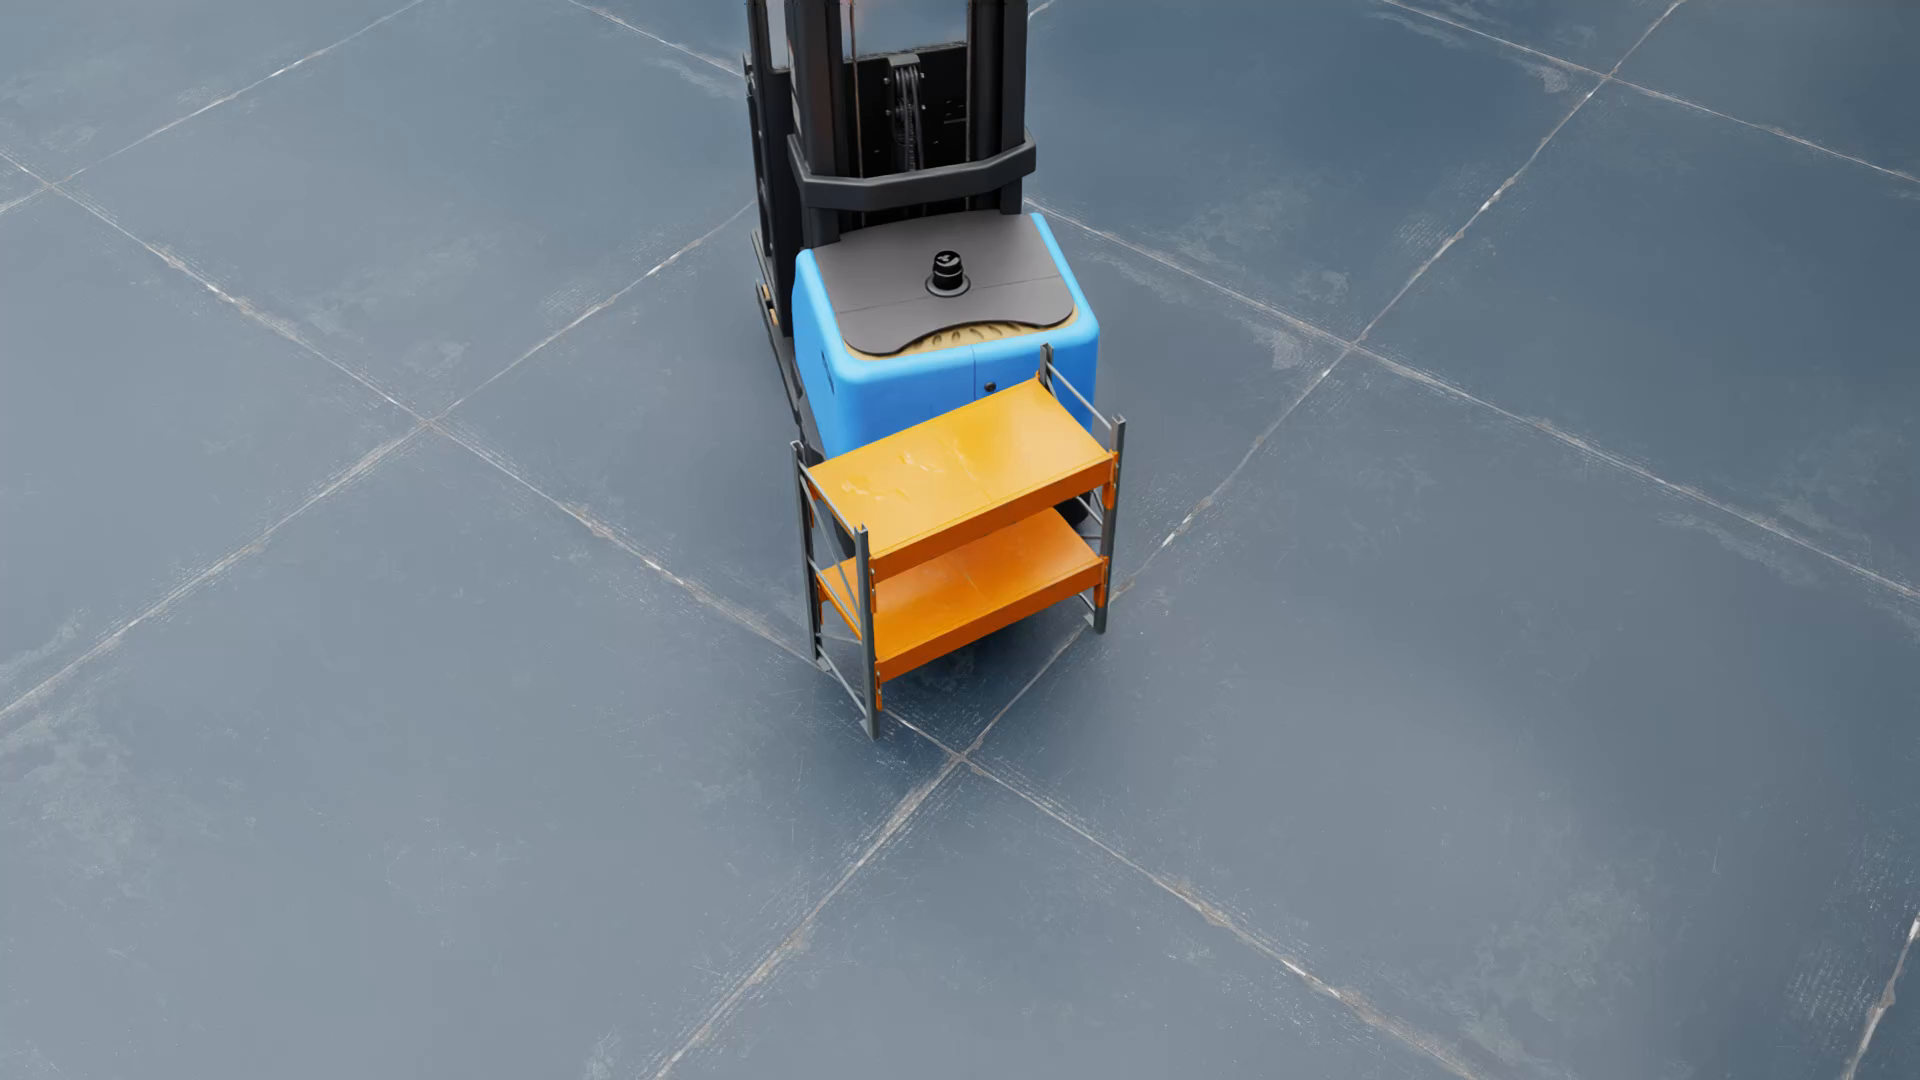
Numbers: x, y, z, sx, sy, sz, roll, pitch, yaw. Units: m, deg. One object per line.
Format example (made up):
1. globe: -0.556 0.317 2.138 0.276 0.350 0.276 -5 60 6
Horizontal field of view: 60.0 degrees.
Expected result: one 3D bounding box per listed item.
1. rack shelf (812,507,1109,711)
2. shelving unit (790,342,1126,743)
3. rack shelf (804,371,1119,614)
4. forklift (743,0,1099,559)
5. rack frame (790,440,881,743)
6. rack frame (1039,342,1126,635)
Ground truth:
1. rack shelf: -0.003 0.186 6.298 1.000 0.278 0.538 -24 51 -21
2. shelving unit: -0.003 0.017 6.121 1.048 1.125 0.538 -24 51 -21
3. rack shelf: -0.003 -0.185 5.909 1.000 0.278 0.538 -24 51 -21
4. forklift: -0.339 -1.999 6.797 1.130 2.935 3.031 -11 47 -10
5. rack frame: -0.438 0.206 5.940 0.032 1.125 0.500 -24 51 -21
6. rack frame: 0.433 -0.173 6.302 0.032 1.125 0.500 -24 51 -21
